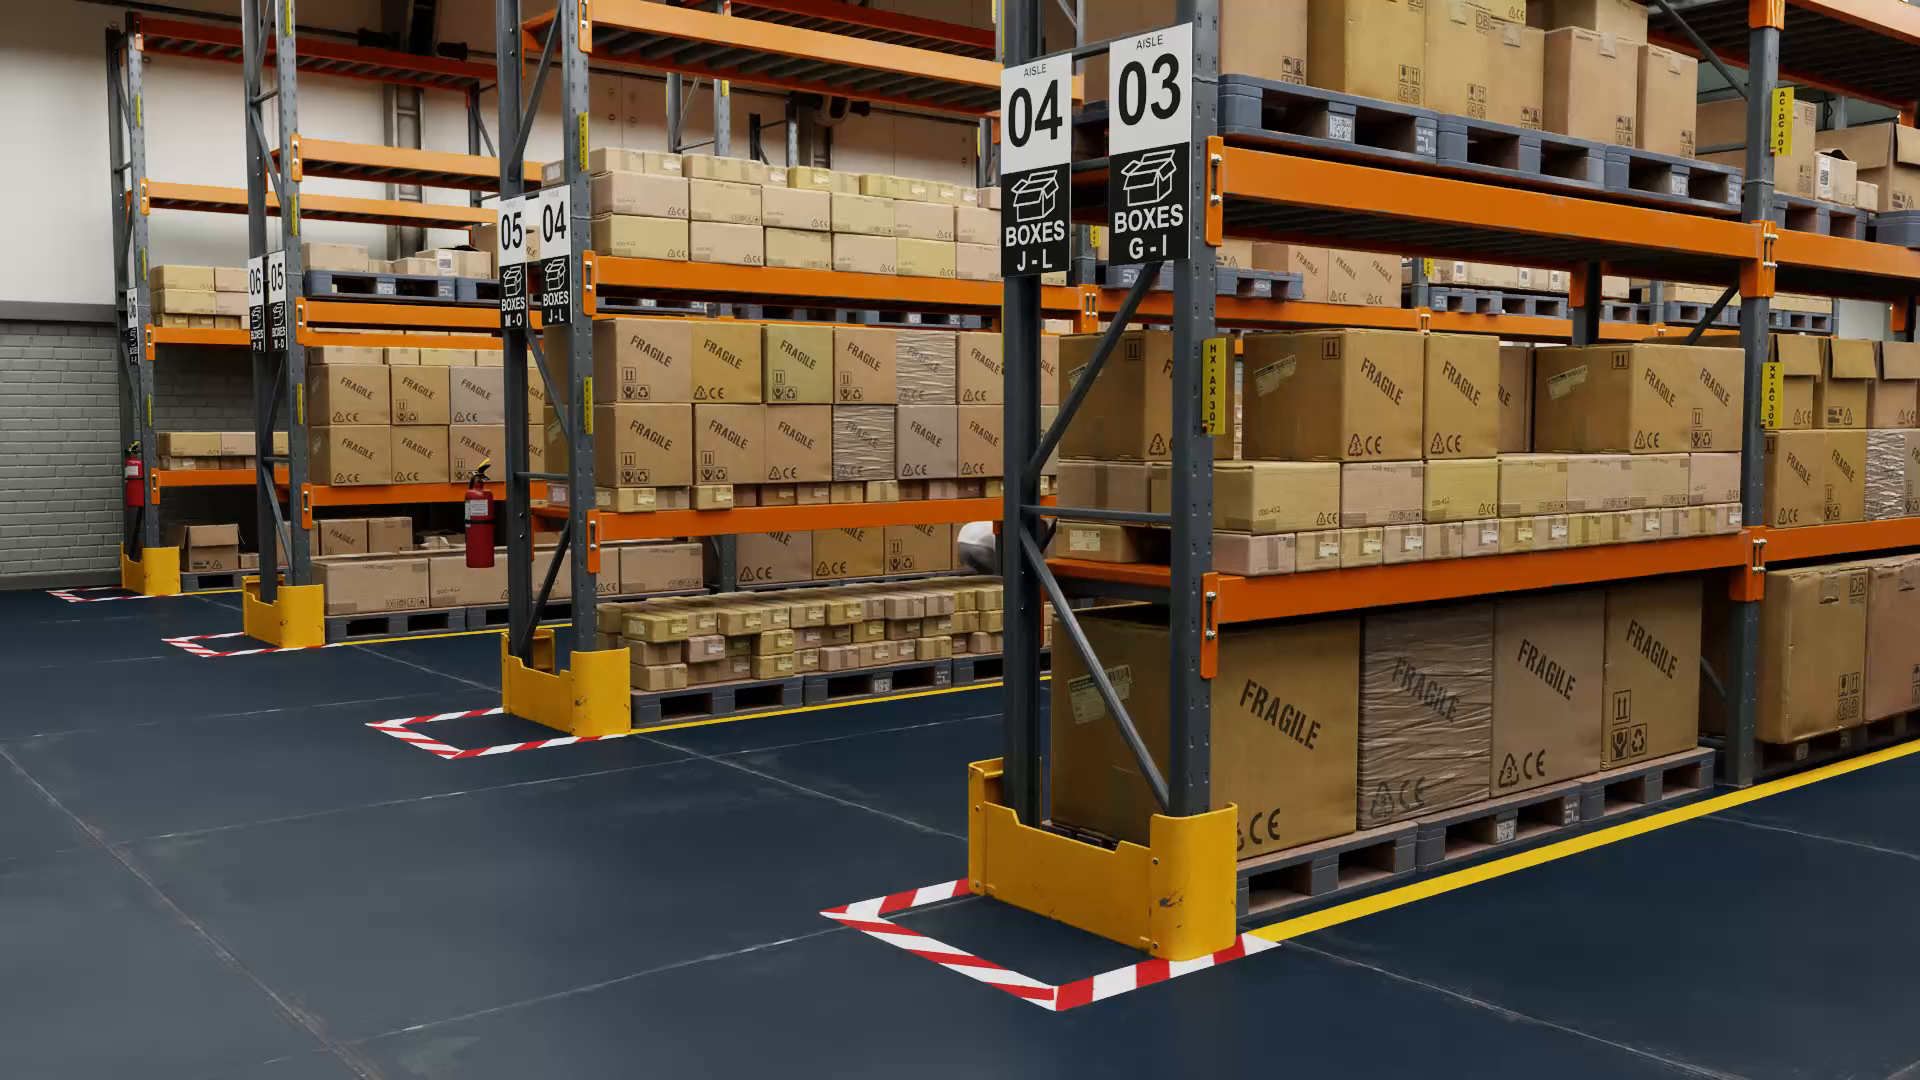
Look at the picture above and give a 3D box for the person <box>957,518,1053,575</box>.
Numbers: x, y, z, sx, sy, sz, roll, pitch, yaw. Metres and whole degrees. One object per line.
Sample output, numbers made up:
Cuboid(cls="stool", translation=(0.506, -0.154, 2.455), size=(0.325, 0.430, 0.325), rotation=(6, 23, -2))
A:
Cuboid(cls="person", translation=(0.430, 0.261, 14.405), size=(0.996, 1.089, 0.491), rotation=(-4, 6, -42))
